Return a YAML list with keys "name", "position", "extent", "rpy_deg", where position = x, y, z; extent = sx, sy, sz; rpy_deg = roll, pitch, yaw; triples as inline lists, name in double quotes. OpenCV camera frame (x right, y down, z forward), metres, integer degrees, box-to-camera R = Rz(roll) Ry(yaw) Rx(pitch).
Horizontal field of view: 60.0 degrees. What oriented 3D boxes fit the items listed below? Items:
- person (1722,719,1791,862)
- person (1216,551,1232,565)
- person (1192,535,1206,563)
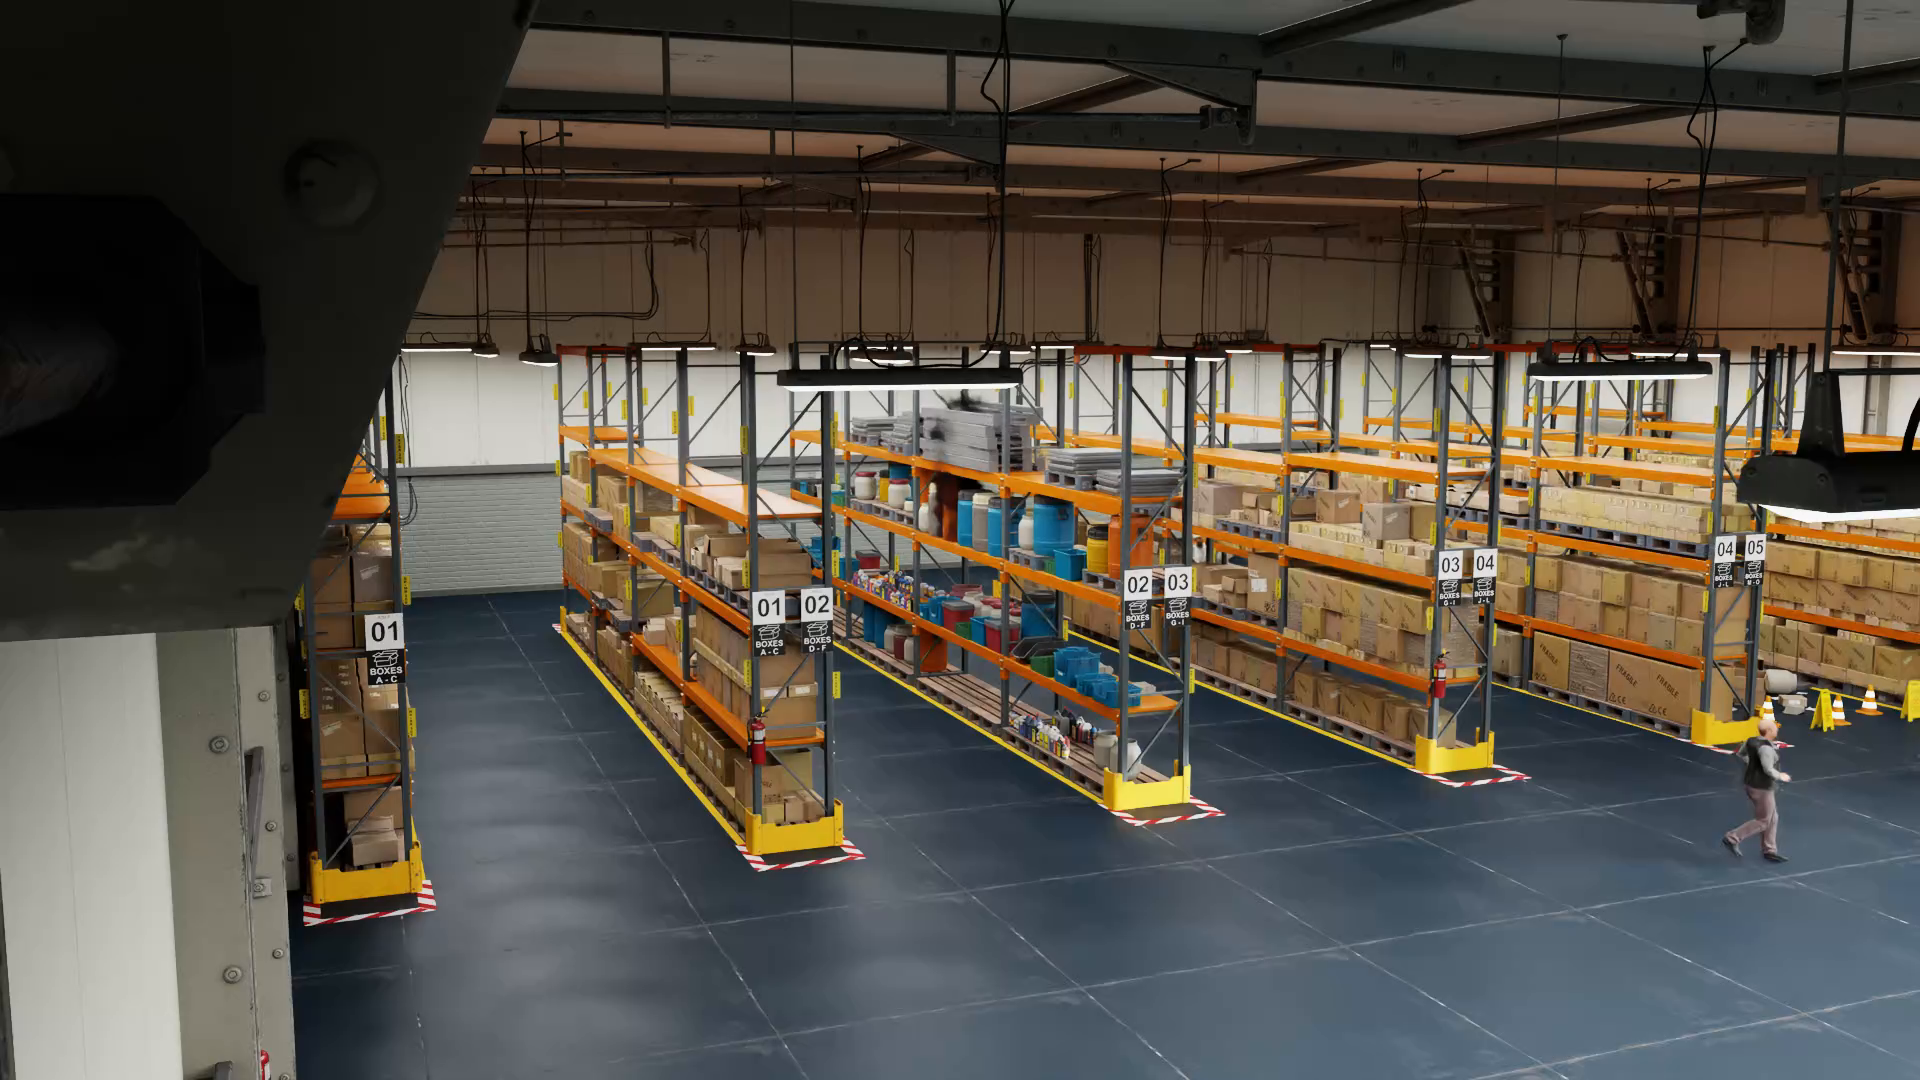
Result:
- name: "person"
  position: [9.500, 2.980, 19.796]
  extent: [0.816, 1.732, 0.683]
  rpy_deg: [1, 7, 7]
- name: "person"
  position: [6.632, 0.213, 41.586]
  extent: [0.554, 1.695, 0.787]
  rpy_deg: [4, 8, 31]
- name: "person"
  position: [5.391, 0.699, 37.397]
  extent: [0.692, 1.775, 0.874]
  rpy_deg: [-2, 8, -17]
